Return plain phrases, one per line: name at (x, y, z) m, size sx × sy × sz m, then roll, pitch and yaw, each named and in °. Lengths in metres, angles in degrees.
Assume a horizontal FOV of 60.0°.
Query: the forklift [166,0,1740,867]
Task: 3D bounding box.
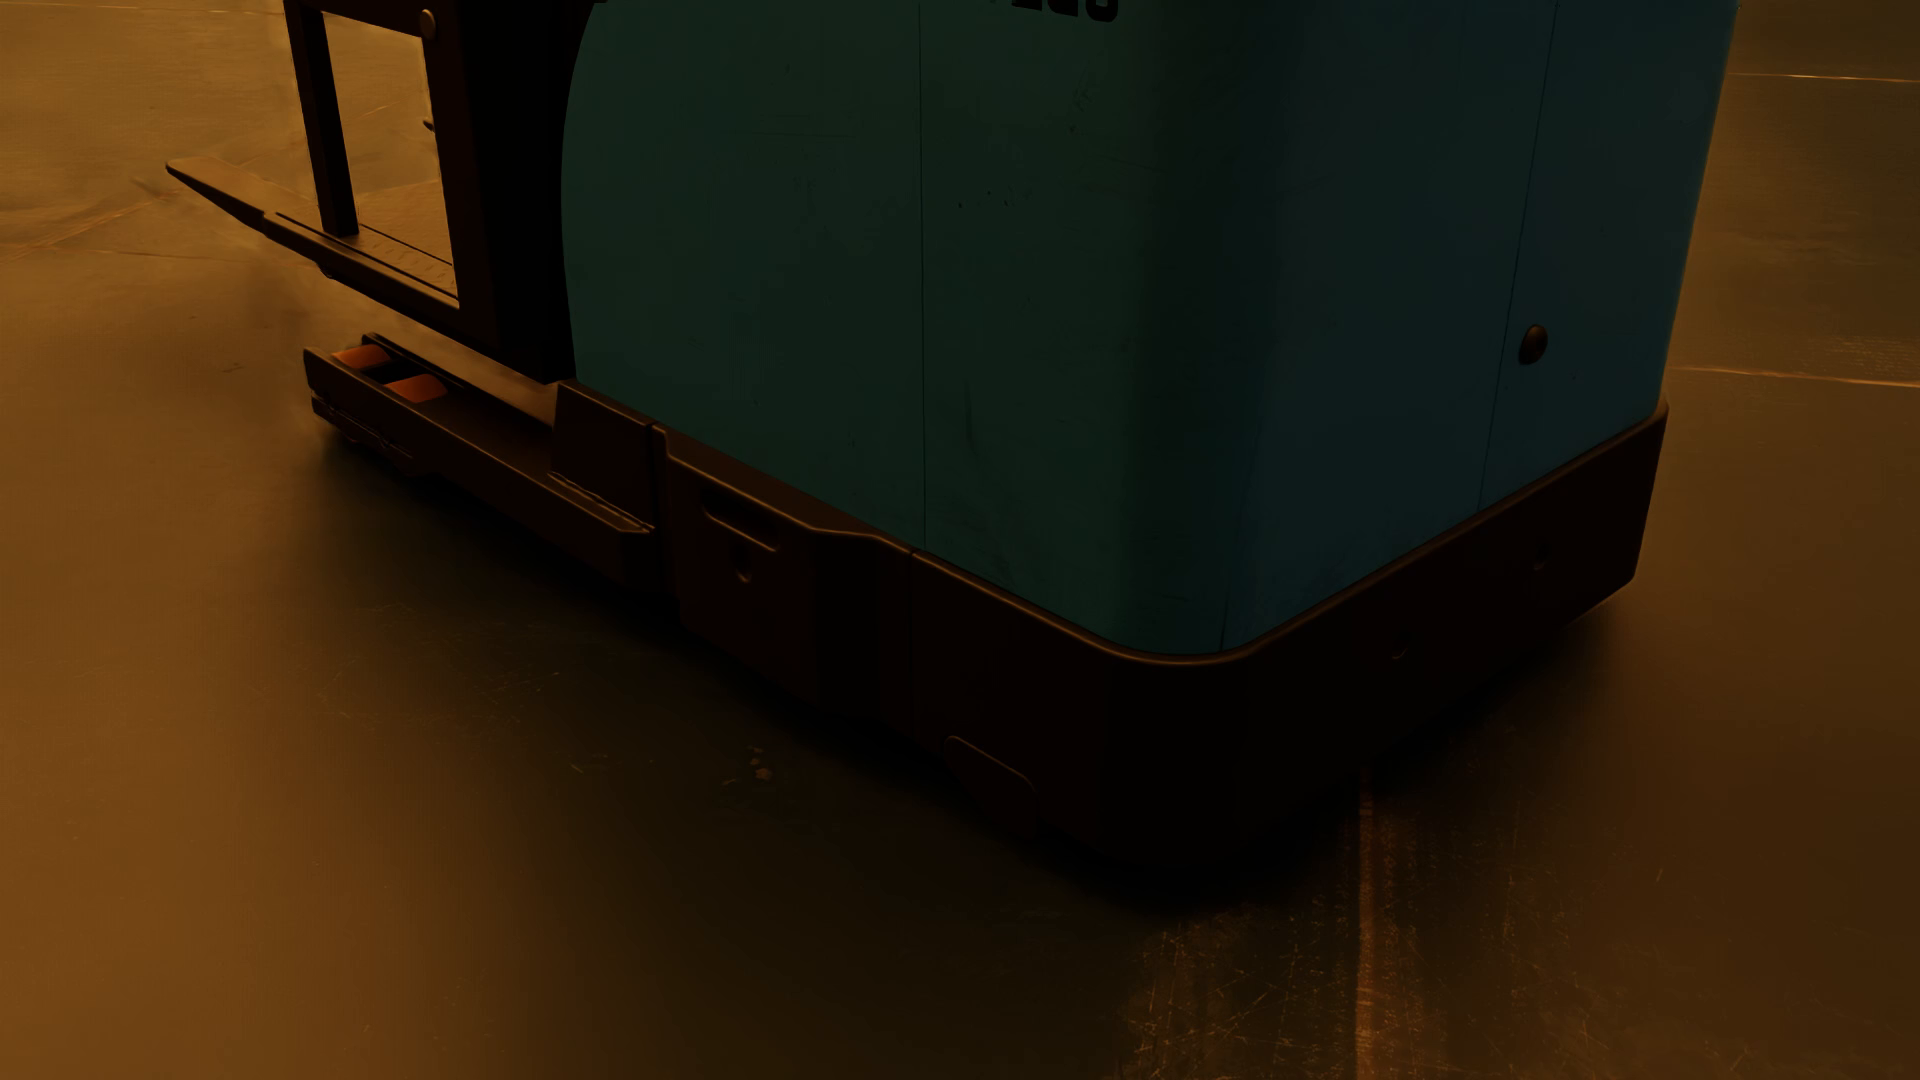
forklift at (-0.456, -1.549, 2.316) m, size 1.130 × 2.935 × 3.031 m, roll -23°, pitch 35°, yaw -38°
